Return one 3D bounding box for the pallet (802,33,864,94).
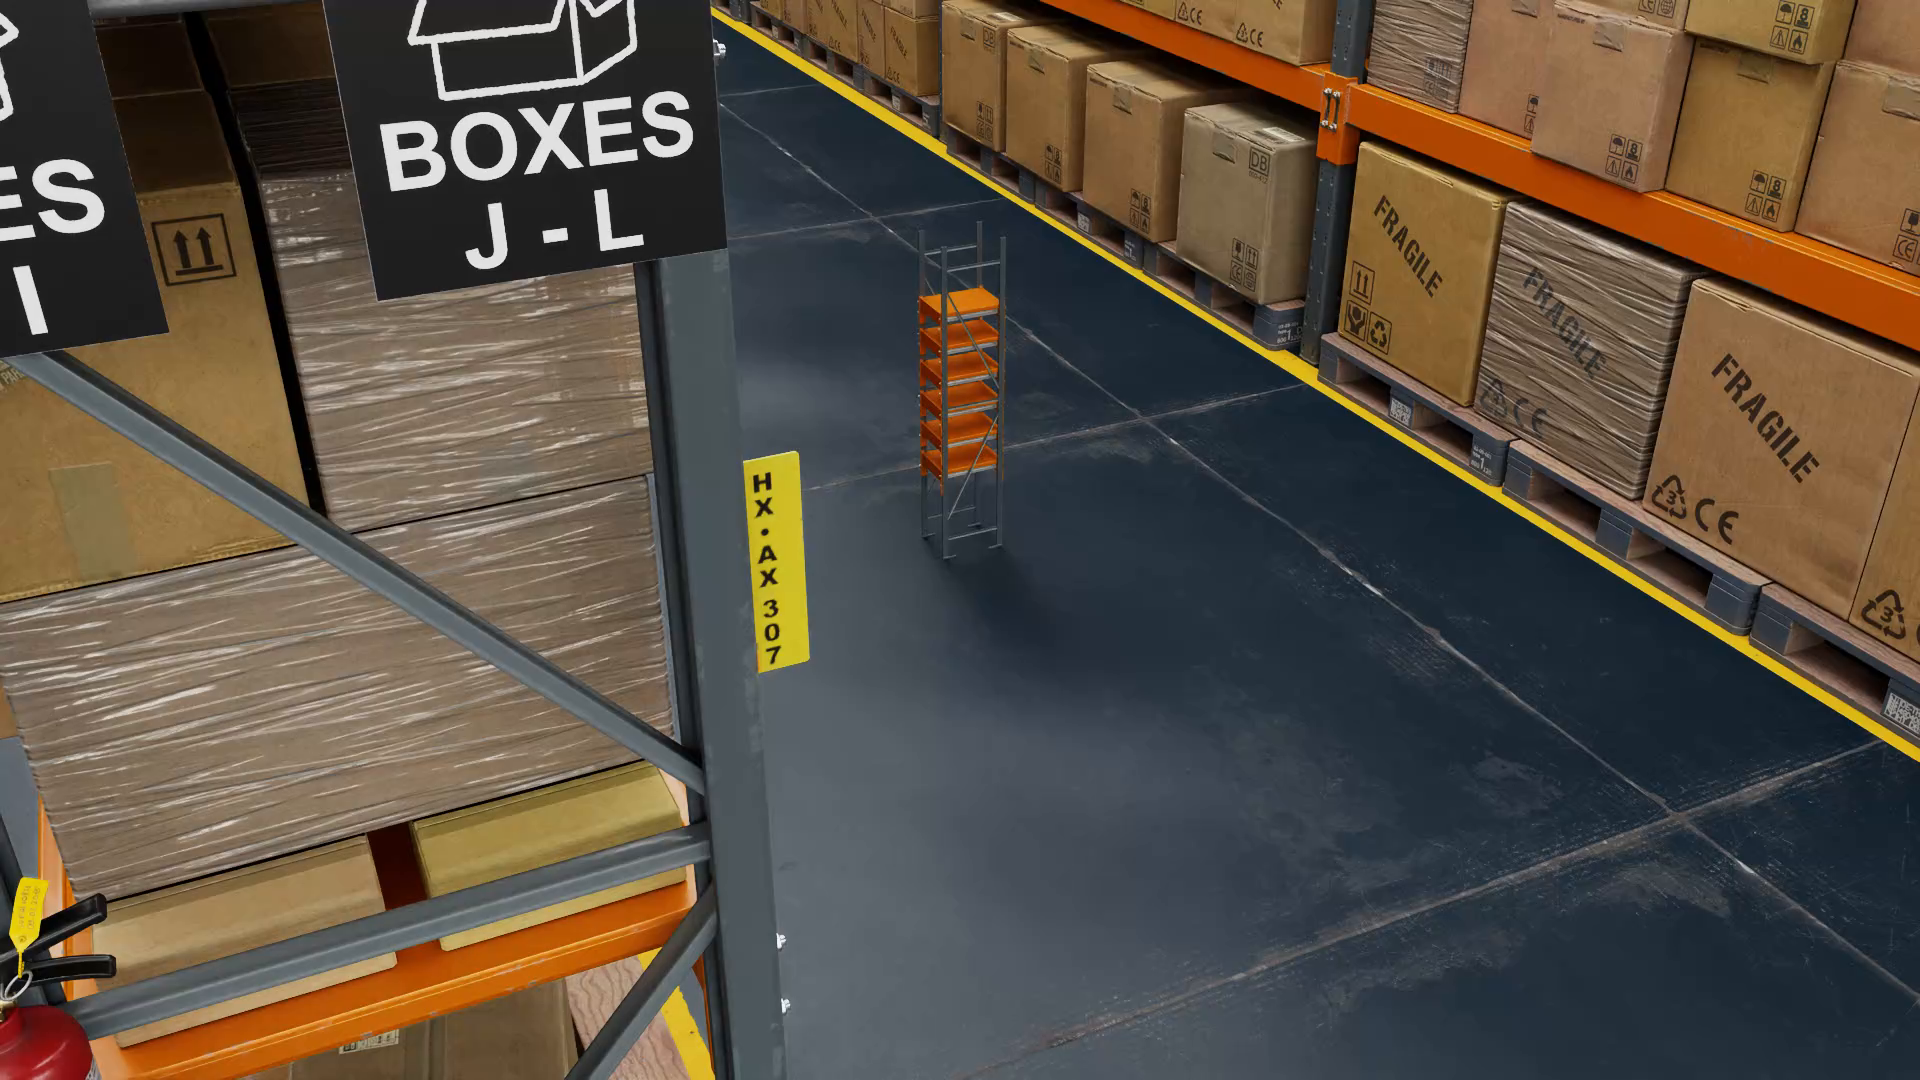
[{"bbox_3d":[-0.512,-3.670,12.580,1.003,0.211,1.213,-13,32,-22],"label":"pallet"}]

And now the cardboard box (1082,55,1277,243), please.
[{"bbox_3d":[1.301,-2.120,8.835,1.050,0.750,0.750,-13,32,-22],"label":"cardboard box"}]

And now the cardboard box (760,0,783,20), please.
[{"bbox_3d":[-1.298,-4.481,13.300,0.500,0.500,0.500,-12,31,-20],"label":"cardboard box"}]

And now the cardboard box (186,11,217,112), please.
[{"bbox_3d":[-1.381,-1.044,3.617,0.500,0.500,0.500,-13,32,-22],"label":"cardboard box"}]

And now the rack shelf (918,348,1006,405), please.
[{"bbox_3d":[0.006,-0.583,5.908,0.258,0.103,0.180,-13,32,-22],"label":"rack shelf"}]

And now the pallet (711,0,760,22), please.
[{"bbox_3d":[-1.696,-4.843,14.671,1.003,0.211,1.213,-13,32,-22],"label":"pallet"}]

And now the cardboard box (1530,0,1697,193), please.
[{"bbox_3d":[2.610,-1.640,5.954,0.875,0.550,0.550,-13,32,-22],"label":"cardboard box"}]

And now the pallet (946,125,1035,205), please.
[{"bbox_3d":[0.612,-2.423,10.355,1.003,0.211,1.213,-13,32,-22],"label":"pallet"}]

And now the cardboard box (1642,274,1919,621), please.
[{"bbox_3d":[3.046,-0.399,5.639,0.875,0.875,0.875,-14,32,-23],"label":"cardboard box"}]

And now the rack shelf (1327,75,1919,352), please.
[{"bbox_3d":[2.918,-1.039,5.771,1.077,0.370,4.000,-13,32,-22],"label":"rack shelf"}]

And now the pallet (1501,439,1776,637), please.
[{"bbox_3d":[2.843,-0.128,6.262,1.003,0.211,1.213,-13,32,-22],"label":"pallet"}]

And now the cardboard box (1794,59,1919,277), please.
[{"bbox_3d":[3.193,-1.201,5.172,0.875,0.550,0.550,-13,32,-22],"label":"cardboard box"}]

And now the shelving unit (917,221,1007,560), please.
[{"bbox_3d":[0.006,-0.517,5.945,0.258,1.200,0.189,-13,32,-22],"label":"shelving unit"}]

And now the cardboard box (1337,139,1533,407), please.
[{"bbox_3d":[2.266,-1.200,7.066,0.875,0.875,0.875,-13,32,-21],"label":"cardboard box"}]

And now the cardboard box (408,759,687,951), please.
[{"bbox_3d":[-0.654,0.461,2.617,0.380,0.149,0.250,-13,32,-22],"label":"cardboard box"}]

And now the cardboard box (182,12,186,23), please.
[{"bbox_3d":[-1.845,-0.936,3.425,0.500,0.500,0.500,-13,32,-22],"label":"cardboard box"}]

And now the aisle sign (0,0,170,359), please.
[{"bbox_3d":[-0.991,-0.516,1.445,0.394,0.787,0.004,-13,32,-22],"label":"aisle sign"}]

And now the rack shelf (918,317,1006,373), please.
[{"bbox_3d":[0.006,-0.688,5.849,0.258,0.103,0.180,-13,32,-22],"label":"rack shelf"}]

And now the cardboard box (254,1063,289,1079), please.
[{"bbox_3d":[-1.287,0.899,3.707,0.500,0.500,0.500,-5,30,-9],"label":"cardboard box"}]

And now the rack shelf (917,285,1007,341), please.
[{"bbox_3d":[0.006,-0.792,5.791,0.258,0.103,0.180,-13,32,-22],"label":"rack shelf"}]

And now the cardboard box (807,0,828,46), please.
[{"bbox_3d":[-0.832,-4.019,12.476,0.500,0.500,0.500,-13,32,-21],"label":"cardboard box"}]

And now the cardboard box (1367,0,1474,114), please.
[{"bbox_3d":[2.228,-2.141,6.848,0.875,0.550,0.550,-13,32,-22],"label":"cardboard box"}]

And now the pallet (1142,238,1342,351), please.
[{"bbox_3d":[1.660,-1.345,8.432,1.003,0.211,1.213,-13,32,-22],"label":"pallet"}]

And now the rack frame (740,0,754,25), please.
[{"bbox_3d":[-1.375,-5.770,13.473,1.000,3.000,0.127,-13,32,-22],"label":"rack frame"}]

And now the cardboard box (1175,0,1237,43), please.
[{"bbox_3d":[1.377,-2.677,7.855,0.500,0.500,0.500,-13,32,-23],"label":"cardboard box"}]

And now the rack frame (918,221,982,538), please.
[{"bbox_3d":[-0.033,-0.557,6.017,0.240,1.200,0.006,-13,32,-22],"label":"rack frame"}]

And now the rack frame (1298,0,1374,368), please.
[{"bbox_3d":[2.059,-2.236,7.171,1.000,3.000,0.127,-13,32,-22],"label":"rack frame"}]

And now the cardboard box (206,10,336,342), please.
[{"bbox_3d":[-0.945,-0.604,2.832,0.500,0.500,0.500,-13,32,-22],"label":"cardboard box"}]

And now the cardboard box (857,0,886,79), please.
[{"bbox_3d":[-0.396,-3.562,11.661,0.500,0.500,0.500,-12,31,-20],"label":"cardboard box"}]

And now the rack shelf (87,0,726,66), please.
[{"bbox_3d":[-1.605,-1.350,3.260,1.077,0.370,4.000,-13,32,-22],"label":"rack shelf"}]

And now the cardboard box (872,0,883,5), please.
[{"bbox_3d":[-0.415,-3.891,11.481,0.500,0.250,0.500,-13,32,-21],"label":"cardboard box"}]

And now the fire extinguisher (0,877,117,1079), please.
[{"bbox_3d":[-1.114,0.709,1.998,0.296,0.674,0.183,-13,32,-22],"label":"fire extinguisher"}]

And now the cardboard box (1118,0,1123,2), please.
[{"bbox_3d":[0.940,-3.124,8.652,0.500,0.500,0.500,-13,32,-22],"label":"cardboard box"}]

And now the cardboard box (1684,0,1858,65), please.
[{"bbox_3d":[2.870,-1.884,5.285,0.875,0.550,0.500,-13,32,-22],"label":"cardboard box"}]

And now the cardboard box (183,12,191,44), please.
[{"bbox_3d":[-1.806,-1.487,4.407,0.500,0.500,0.500,-13,32,-22],"label":"cardboard box"}]

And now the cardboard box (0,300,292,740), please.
[{"bbox_3d":[-1.281,-0.090,2.937,0.875,0.500,0.500,-13,32,-22],"label":"cardboard box"}]

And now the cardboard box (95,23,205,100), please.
[{"bbox_3d":[-1.426,-0.493,2.633,0.500,0.500,0.500,-13,32,-22],"label":"cardboard box"}]

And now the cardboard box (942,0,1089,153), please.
[{"bbox_3d":[0.522,-2.917,10.256,1.050,0.750,0.750,-14,32,-23],"label":"cardboard box"}]
